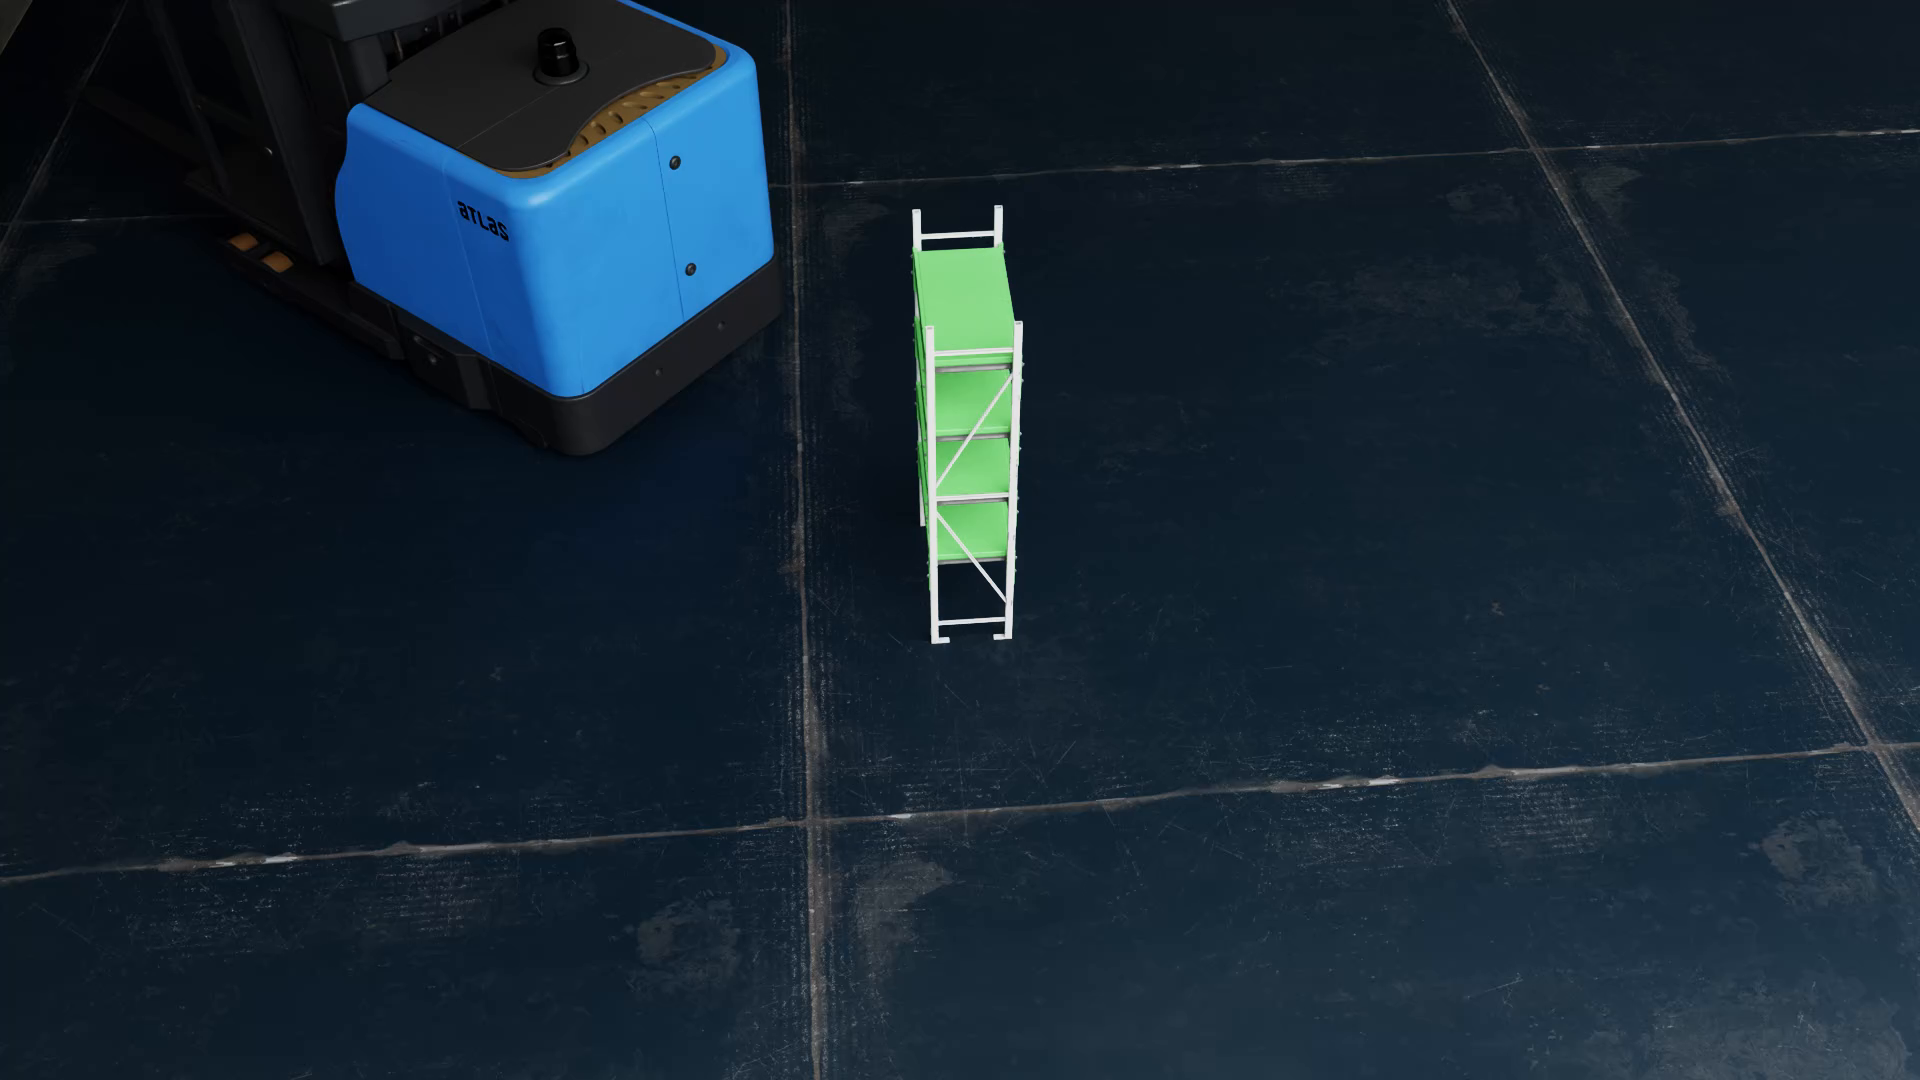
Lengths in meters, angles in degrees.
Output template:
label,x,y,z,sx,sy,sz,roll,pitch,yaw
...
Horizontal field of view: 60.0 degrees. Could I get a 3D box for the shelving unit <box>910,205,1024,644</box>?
label,x,y,z,sx,sy,sz,roll,pitch,yaw
shelving unit,0.014,-0.293,4.701,0.258,1.200,0.503,-3,47,-3

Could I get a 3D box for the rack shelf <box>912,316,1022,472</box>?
label,x,y,z,sx,sy,sz,roll,pitch,yaw
rack shelf,0.014,-0.414,4.573,0.258,0.148,0.480,-3,47,-3

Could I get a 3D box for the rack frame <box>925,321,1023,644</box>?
label,x,y,z,sx,sy,sz,roll,pitch,yaw
rack frame,0.034,-0.116,4.534,0.240,1.200,0.015,-3,47,-3

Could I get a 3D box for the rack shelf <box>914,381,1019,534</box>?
label,x,y,z,sx,sy,sz,roll,pitch,yaw
rack shelf,0.014,-0.249,4.747,0.258,0.148,0.480,-3,47,-3

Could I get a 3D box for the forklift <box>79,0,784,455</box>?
label,x,y,z,sx,sy,sz,roll,pitch,yaw
forklift,-2.109,-2.169,5.286,3.031,2.935,1.130,29,53,25

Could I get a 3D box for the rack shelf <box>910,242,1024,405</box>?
label,x,y,z,sx,sy,sz,roll,pitch,yaw
rack shelf,0.014,-0.579,4.399,0.258,0.148,0.480,-3,47,-3

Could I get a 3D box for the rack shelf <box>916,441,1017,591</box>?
label,x,y,z,sx,sy,sz,roll,pitch,yaw
rack shelf,0.014,-0.084,4.922,0.258,0.148,0.480,-3,47,-3

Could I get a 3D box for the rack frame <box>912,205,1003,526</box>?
label,x,y,z,sx,sy,sz,roll,pitch,yaw
rack frame,-0.007,-0.469,4.868,0.240,1.200,0.015,-3,47,-3
